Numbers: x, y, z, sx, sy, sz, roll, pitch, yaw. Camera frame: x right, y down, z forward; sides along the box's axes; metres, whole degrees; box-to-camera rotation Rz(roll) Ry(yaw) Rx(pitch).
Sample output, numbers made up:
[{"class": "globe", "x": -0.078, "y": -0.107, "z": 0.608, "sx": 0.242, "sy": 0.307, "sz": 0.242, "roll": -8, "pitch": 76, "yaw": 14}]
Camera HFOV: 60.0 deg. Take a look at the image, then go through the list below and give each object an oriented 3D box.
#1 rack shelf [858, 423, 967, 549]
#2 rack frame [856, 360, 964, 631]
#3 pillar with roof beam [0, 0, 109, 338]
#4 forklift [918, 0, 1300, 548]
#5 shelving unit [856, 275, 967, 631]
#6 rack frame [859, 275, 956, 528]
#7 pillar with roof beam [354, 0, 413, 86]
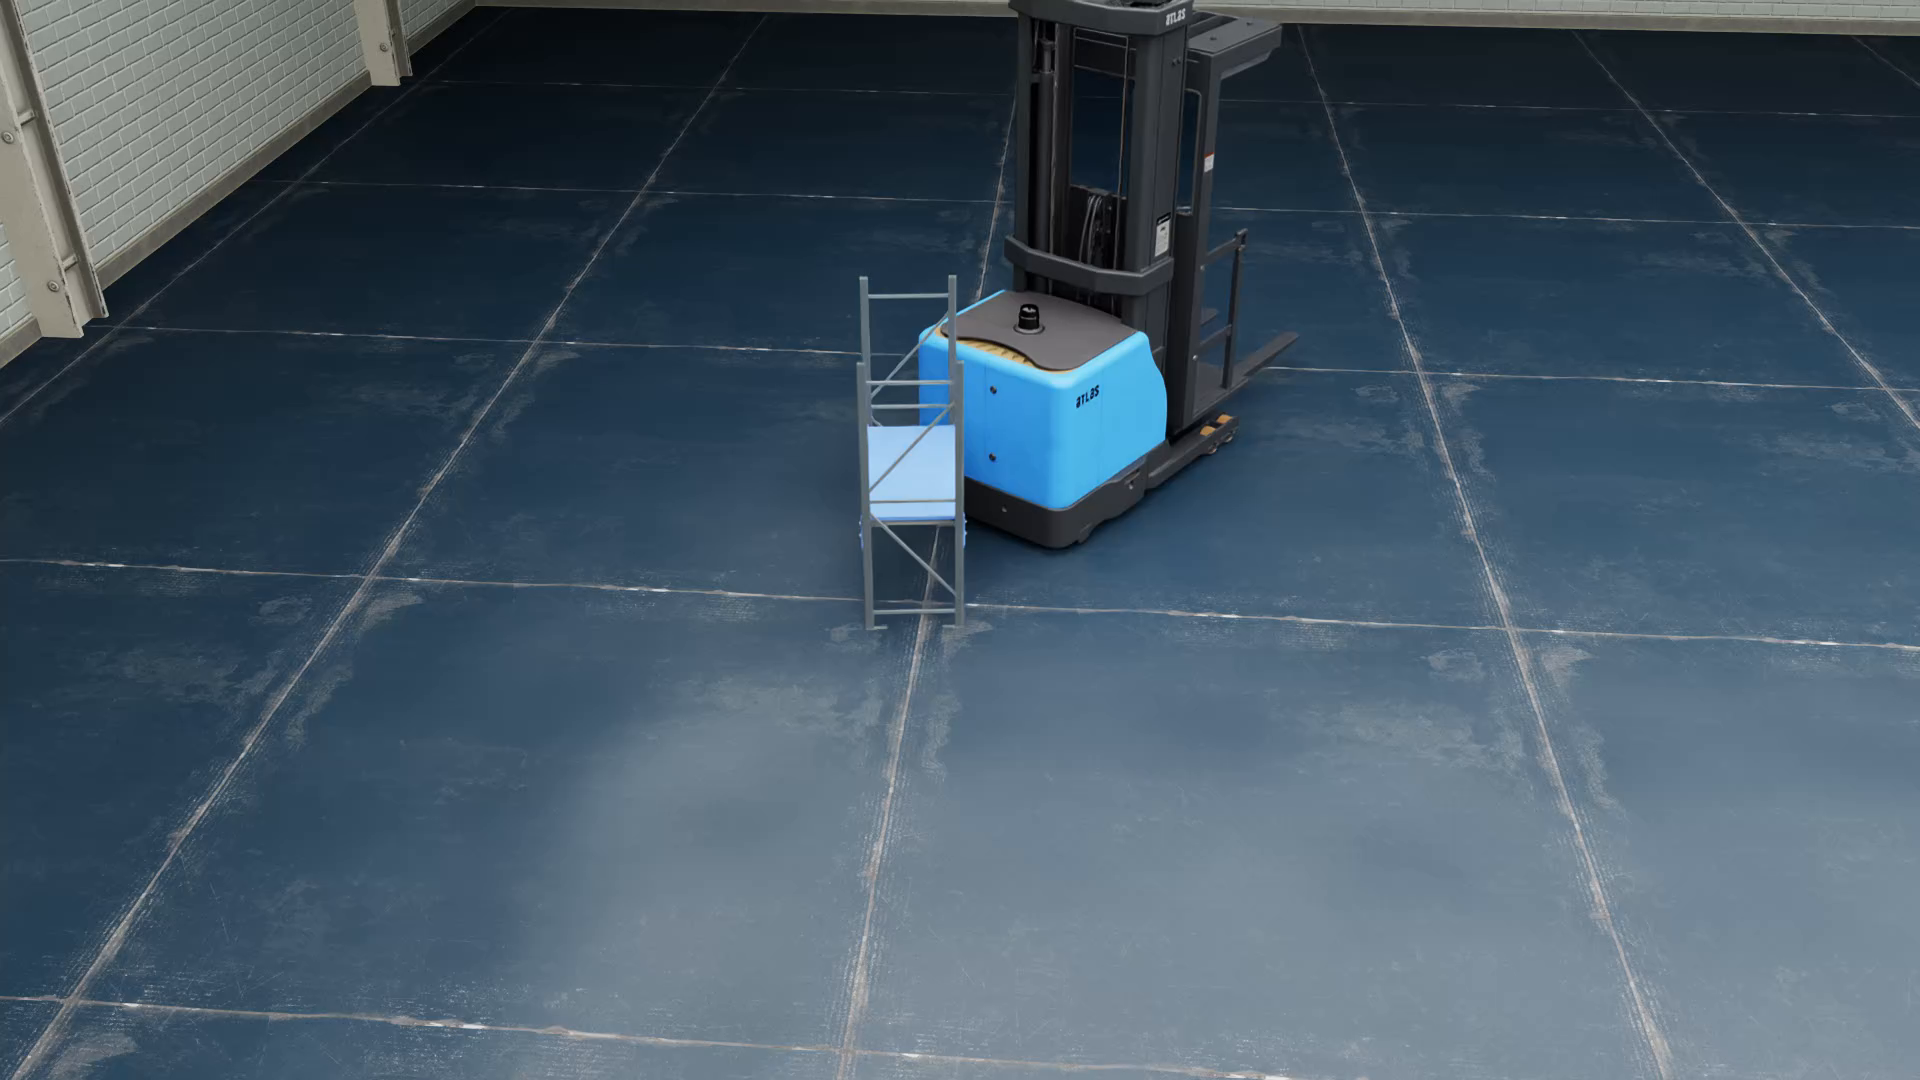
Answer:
[{"class": "rack shelf", "x": -0.251, "y": -0.300, "z": 8.650, "sx": 0.538, "sy": 0.185, "sz": 1.000, "roll": -1, "pitch": 32, "yaw": -2}, {"class": "rack frame", "x": -0.232, "y": -0.187, "z": 8.123, "sx": 0.500, "sy": 1.500, "sz": 0.032, "roll": -1, "pitch": 32, "yaw": -2}, {"class": "pillar with roof beam", "x": -1.944, "y": -5.157, "z": 9.041, "sx": 9.100, "sy": 9.000, "sz": 0.400, "roll": 2, "pitch": 32, "yaw": 4}, {"class": "forklift", "x": 1.062, "y": -1.914, "z": 9.563, "sx": 1.130, "sy": 2.935, "sz": 3.031, "roll": 22, "pitch": 38, "yaw": 32}, {"class": "shelving unit", "x": -0.251, "y": -0.453, "z": 8.556, "sx": 0.538, "sy": 1.500, "sz": 1.048, "roll": -1, "pitch": 32, "yaw": -2}, {"class": "rack frame", "x": -0.270, "y": -0.720, "z": 8.988, "sx": 0.500, "sy": 1.500, "sz": 0.032, "roll": -1, "pitch": 32, "yaw": -2}, {"class": "pillar with roof beam", "x": -1.456, "y": -8.295, "z": 14.132, "sx": 9.100, "sy": 9.000, "sz": 0.400, "roll": 2, "pitch": 32, "yaw": 4}]
